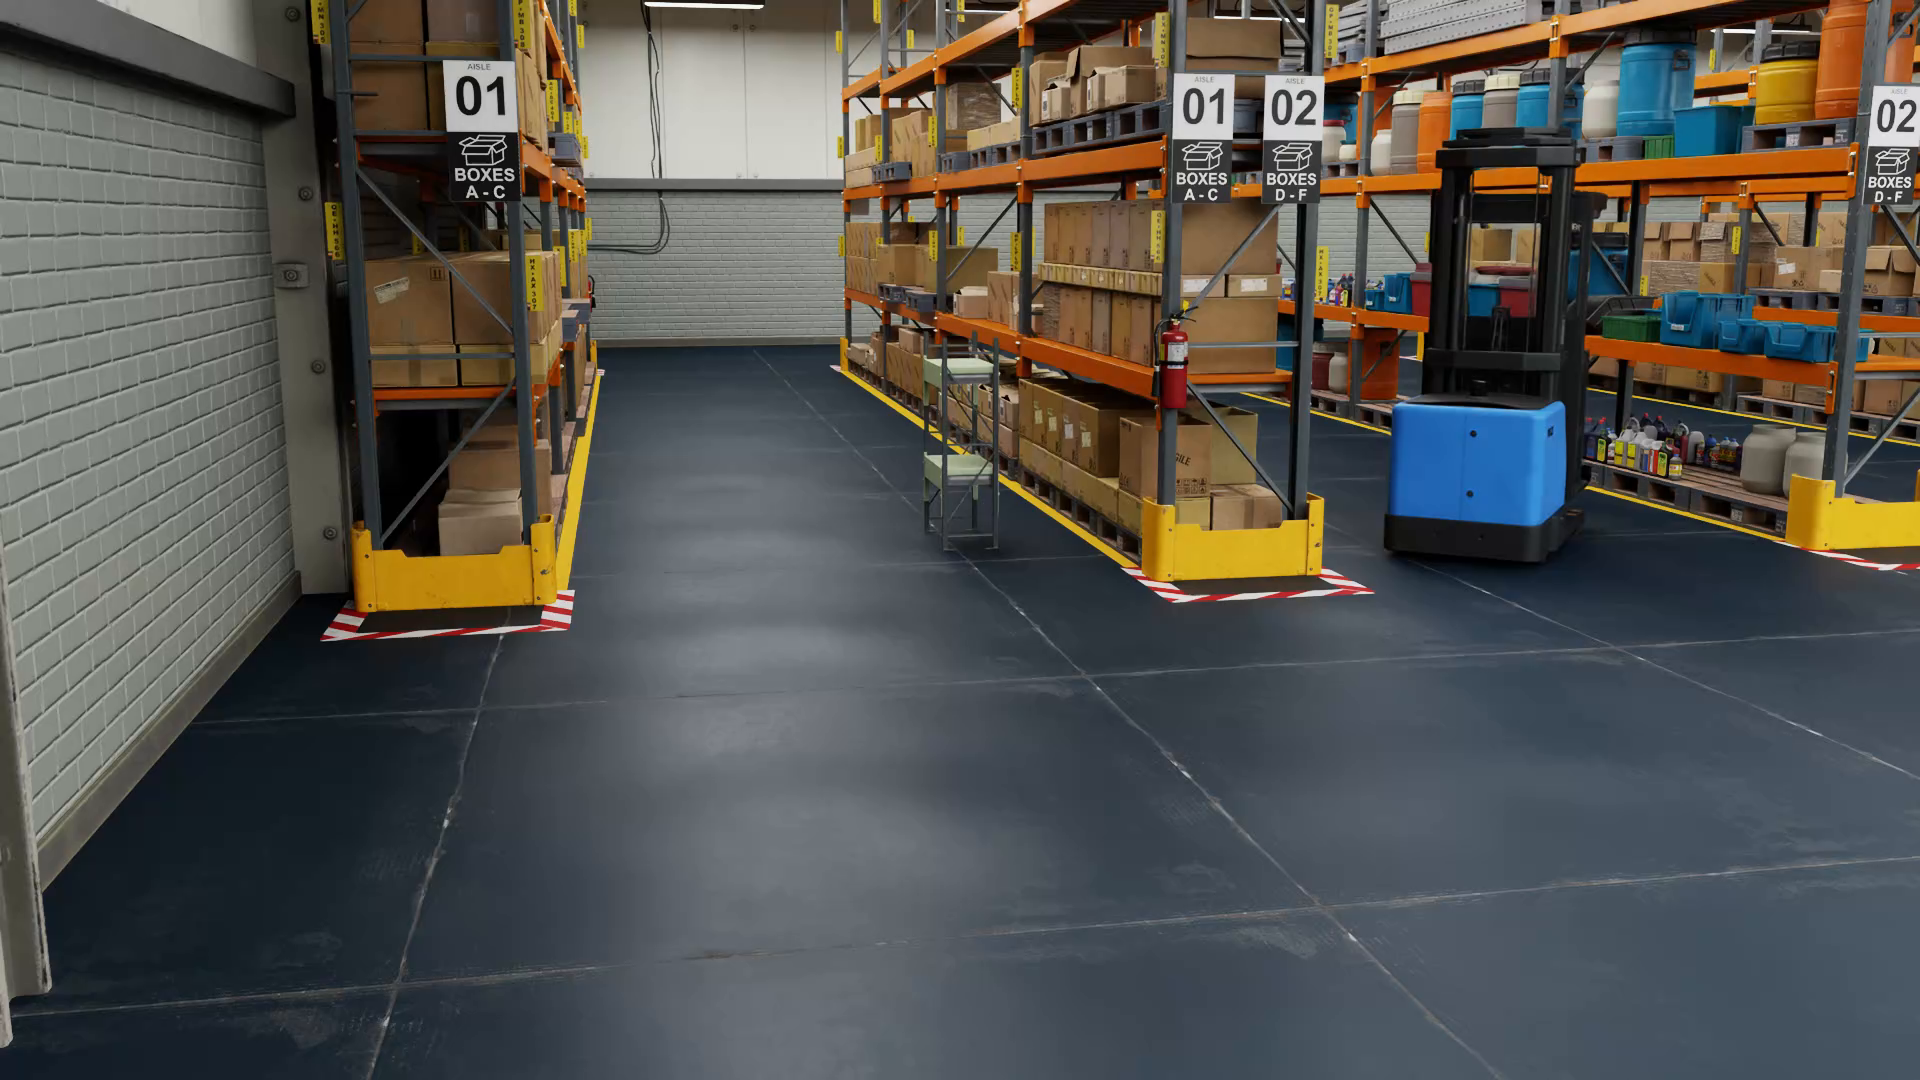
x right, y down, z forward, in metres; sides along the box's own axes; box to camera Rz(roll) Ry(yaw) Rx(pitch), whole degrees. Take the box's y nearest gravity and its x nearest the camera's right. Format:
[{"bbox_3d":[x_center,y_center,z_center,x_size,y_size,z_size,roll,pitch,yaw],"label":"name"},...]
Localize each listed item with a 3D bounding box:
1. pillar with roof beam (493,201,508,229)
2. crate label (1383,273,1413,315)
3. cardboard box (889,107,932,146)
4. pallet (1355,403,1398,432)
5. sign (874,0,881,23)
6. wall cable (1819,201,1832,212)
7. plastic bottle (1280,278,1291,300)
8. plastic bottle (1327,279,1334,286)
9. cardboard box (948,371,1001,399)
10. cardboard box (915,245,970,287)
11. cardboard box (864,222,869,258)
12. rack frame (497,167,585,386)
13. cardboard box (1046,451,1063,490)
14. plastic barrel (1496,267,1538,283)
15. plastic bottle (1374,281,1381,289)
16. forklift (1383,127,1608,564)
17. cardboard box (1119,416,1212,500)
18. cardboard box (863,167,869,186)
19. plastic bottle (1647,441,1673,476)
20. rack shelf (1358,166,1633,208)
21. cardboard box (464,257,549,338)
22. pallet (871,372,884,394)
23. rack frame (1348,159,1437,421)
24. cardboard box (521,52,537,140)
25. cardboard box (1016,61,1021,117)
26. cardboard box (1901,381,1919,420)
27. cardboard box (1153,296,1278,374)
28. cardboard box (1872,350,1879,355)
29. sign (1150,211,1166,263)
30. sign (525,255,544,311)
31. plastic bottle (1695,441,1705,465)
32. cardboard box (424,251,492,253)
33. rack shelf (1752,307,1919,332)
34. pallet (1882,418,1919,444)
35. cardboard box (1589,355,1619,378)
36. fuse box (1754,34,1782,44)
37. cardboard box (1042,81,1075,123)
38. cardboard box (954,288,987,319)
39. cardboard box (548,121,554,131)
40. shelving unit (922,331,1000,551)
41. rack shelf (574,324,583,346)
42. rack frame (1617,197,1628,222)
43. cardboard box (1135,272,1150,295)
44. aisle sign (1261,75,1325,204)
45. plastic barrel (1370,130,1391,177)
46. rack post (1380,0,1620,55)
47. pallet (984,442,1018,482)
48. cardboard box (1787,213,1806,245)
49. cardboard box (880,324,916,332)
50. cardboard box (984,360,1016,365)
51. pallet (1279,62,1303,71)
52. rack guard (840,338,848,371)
[{"bbox_3d":[-3.324,-7.580,27.956,9.100,9.000,0.548,-2,11,-11],"label":"pillar with roof beam"},{"bbox_3d":[5.029,-2.731,18.430,0.502,0.435,0.616,-2,11,-11],"label":"crate label"},{"bbox_3d":[-0.668,-5.562,22.432,0.700,0.500,0.500,-2,11,-11],"label":"cardboard box"},{"bbox_3d":[5.214,-1.393,18.949,1.003,0.211,1.213,-2,11,-11],"label":"pallet"},{"bbox_3d":[-1.072,-6.889,21.612,0.100,0.325,0.005,-2,11,-11],"label":"sign"},{"bbox_3d":[18.394,-6.500,35.607,0.588,1.984,0.122,-2,11,-11],"label":"wall cable"},{"bbox_3d":[4.265,-3.268,21.674,0.152,0.276,0.135,-2,11,-11],"label":"plastic bottle"},{"bbox_3d":[4.839,-3.281,21.758,0.097,0.271,0.097,0,11,0],"label":"plastic bottle"},{"bbox_3d":[0.166,-1.655,17.600,0.500,0.311,0.500,-2,11,-12],"label":"cardboard box"},{"bbox_3d":[-0.132,-3.394,20.615,0.700,0.500,0.500,-5,12,-25],"label":"cardboard box"},{"bbox_3d":[-1.089,-4.270,23.668,0.500,0.500,0.500,-2,11,-11],"label":"cardboard box"},{"bbox_3d":[-5.395,-3.279,21.404,1.000,3.000,0.127,-2,11,-11],"label":"rack frame"},{"bbox_3d":[0.997,-0.569,13.393,0.500,0.250,0.500,-2,11,-11],"label":"cardboard box"},{"bbox_3d":[5.765,-2.557,17.246,0.433,0.535,0.433,0,11,0],"label":"plastic barrel"},{"bbox_3d":[5.218,-3.093,20.738,0.061,0.283,0.133,-2,11,-11],"label":"plastic bottle"},{"bbox_3d":[4.080,-1.510,12.293,1.130,2.935,3.031,6,12,28],"label":"forklift"},{"bbox_3d":[1.401,-0.571,11.398,0.500,0.500,0.500,-2,11,-11],"label":"cardboard box"},{"bbox_3d":[-1.084,-5.123,23.469,0.500,0.250,0.500,-2,11,-11],"label":"cardboard box"},{"bbox_3d":[5.848,-0.685,13.881,0.152,0.276,0.135,-2,11,-11],"label":"plastic bottle"},{"bbox_3d":[5.490,-3.659,17.302,1.077,0.370,4.000,-2,11,-11],"label":"rack shelf"},{"bbox_3d":[-2.945,-1.573,10.778,0.500,0.500,0.500,-2,11,-11],"label":"cardboard box"},{"bbox_3d":[-0.669,-2.216,23.277,1.003,0.211,1.213,-2,11,-11],"label":"pallet"},{"bbox_3d":[5.101,-2.906,19.442,1.000,3.000,0.127,-2,11,-11],"label":"rack frame"},{"bbox_3d":[-2.950,-2.781,10.443,0.500,0.500,0.500,-1,11,-7],"label":"cardboard box"},{"bbox_3d":[0.805,-4.186,15.416,0.500,0.500,0.500,-1,11,-6],"label":"cardboard box"},{"bbox_3d":[10.565,-1.542,17.786,0.700,0.500,0.500,-2,11,-11],"label":"cardboard box"},{"bbox_3d":[1.719,-1.395,11.234,0.700,0.500,0.500,-2,11,-11],"label":"cardboard box"},{"bbox_3d":[14.311,-2.866,25.733,0.380,0.149,0.250,-3,11,-13],"label":"cardboard box"},{"bbox_3d":[1.263,-1.927,10.570,0.100,0.325,0.005,-2,11,-11],"label":"sign"},{"bbox_3d":[-2.529,-1.524,9.864,0.100,0.325,0.005,-2,11,-11],"label":"sign"},{"bbox_3d":[6.465,-0.761,14.481,0.097,0.201,0.097,0,11,0],"label":"plastic bottle"},{"bbox_3d":[-3.952,-2.023,13.144,0.500,0.500,0.500,-2,11,-12],"label":"cardboard box"},{"bbox_3d":[10.348,-2.366,18.529,1.077,0.370,4.000,-2,11,-11],"label":"rack shelf"},{"bbox_3d":[10.585,-1.125,17.545,1.003,0.211,1.213,-2,11,-11],"label":"pallet"},{"bbox_3d":[9.500,-2.702,22.929,1.225,0.875,0.875,-3,11,-13],"label":"cardboard box"},{"bbox_3d":[16.762,-10.452,34.486,0.513,0.334,0.176,-2,11,-11],"label":"fuse box"},{"bbox_3d":[0.964,-3.497,13.265,0.500,0.311,0.500,-3,11,-14],"label":"cardboard box"},{"bbox_3d":[0.226,-2.512,17.609,0.500,0.311,0.500,-2,11,-12],"label":"cardboard box"},{"bbox_3d":[-5.160,-4.753,19.680,0.700,0.500,0.500,-2,11,-12],"label":"cardboard box"},{"bbox_3d":[0.001,-0.736,12.050,0.431,1.500,0.755,-2,11,-11],"label":"shelving unit"},{"bbox_3d":[-5.006,-2.559,19.544,1.077,0.370,4.000,-2,11,-11],"label":"rack shelf"},{"bbox_3d":[9.181,-3.820,24.243,1.000,3.000,0.127,-2,11,-11],"label":"rack frame"},{"bbox_3d":[1.434,-1.785,11.551,0.380,0.149,0.250,-2,11,-12],"label":"cardboard box"},{"bbox_3d":[2.111,-2.536,10.543,0.394,0.787,0.004,-2,11,-11],"label":"aisle sign"},{"bbox_3d":[4.861,-4.366,18.794,0.421,0.512,0.421,0,11,0],"label":"plastic barrel"},{"bbox_3d":[5.412,-5.576,16.889,1.013,1.000,3.121,-2,11,-11],"label":"rack post"},{"bbox_3d":[0.838,-0.757,15.608,1.003,0.211,1.213,-2,11,-11],"label":"pallet"},{"bbox_3d":[13.518,-4.933,26.357,0.500,0.500,0.500,-2,11,-10],"label":"cardboard box"},{"bbox_3d":[-0.967,-3.091,25.924,0.500,0.500,0.500,-2,11,-11],"label":"cardboard box"},{"bbox_3d":[0.433,-1.809,19.185,0.500,0.500,0.500,-2,11,-9],"label":"cardboard box"},{"bbox_3d":[4.514,-6.147,21.999,1.003,0.211,1.213,-2,11,-11],"label":"pallet"},{"bbox_3d":[-1.300,-2.952,26.369,1.175,0.500,0.348,-2,11,-11],"label":"rack guard"}]
